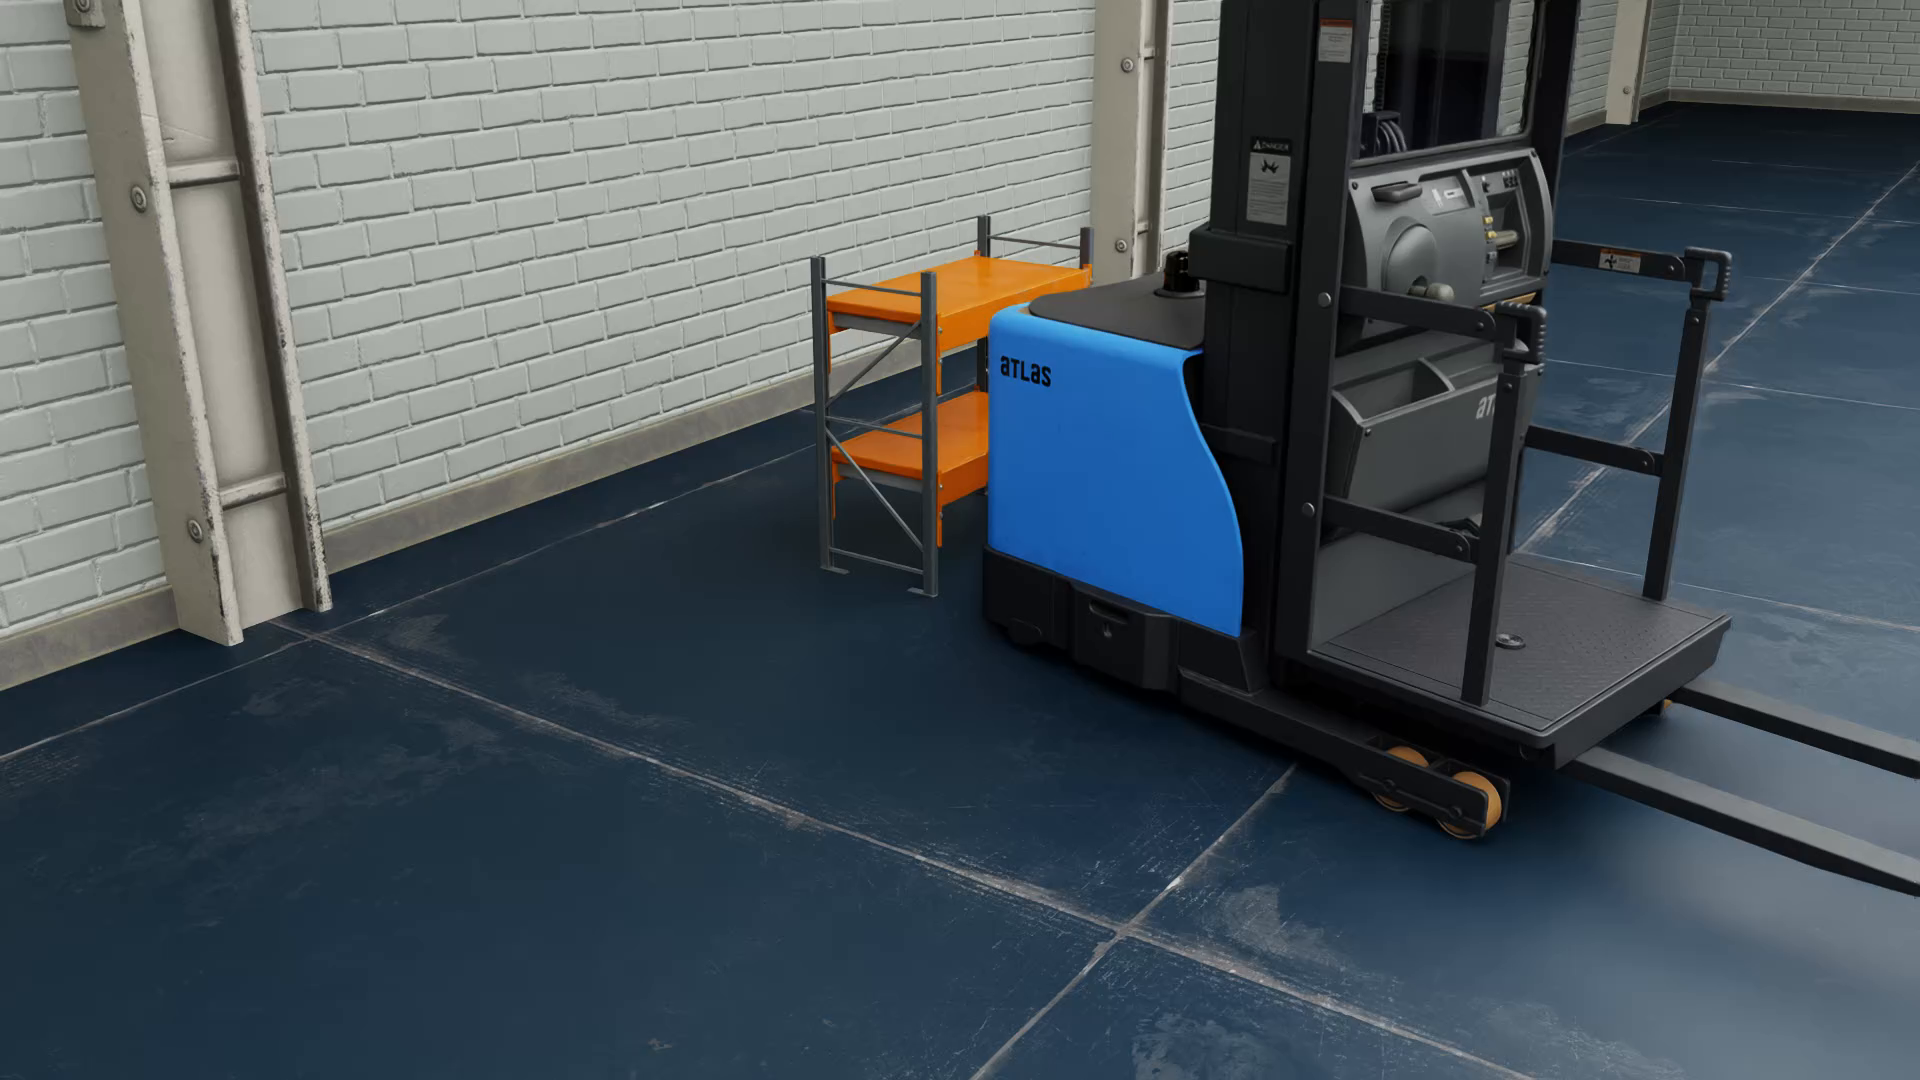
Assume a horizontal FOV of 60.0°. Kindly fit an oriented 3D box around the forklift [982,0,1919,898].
[{"bbox_3d":[1.454,-0.818,4.253,1.130,2.935,3.031,-18,27,-40],"label":"forklift"}]

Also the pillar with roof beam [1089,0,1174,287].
[{"bbox_3d":[4.569,-4.847,6.397,9.100,9.000,0.400,13,24,32],"label":"pillar with roof beam"}]

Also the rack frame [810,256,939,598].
[{"bbox_3d":[-0.290,-0.380,5.670,0.500,1.125,0.032,13,24,32],"label":"rack frame"}]

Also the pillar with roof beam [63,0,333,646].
[{"bbox_3d":[1.197,-3.125,1.743,9.100,9.000,0.400,13,24,32],"label":"pillar with roof beam"}]

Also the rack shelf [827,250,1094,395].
[{"bbox_3d":[-0.004,-0.800,5.963,0.538,0.278,1.000,13,24,32],"label":"rack shelf"}]

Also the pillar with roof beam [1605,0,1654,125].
[{"bbox_3d":[11.315,-8.290,15.705,9.100,9.000,0.400,13,24,32],"label":"pillar with roof beam"}]

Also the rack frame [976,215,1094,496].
[{"bbox_3d":[0.282,-0.671,6.459,0.500,1.125,0.032,13,24,32],"label":"rack frame"}]

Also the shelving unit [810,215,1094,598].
[{"bbox_3d":[-0.004,-0.526,6.065,0.538,1.125,1.048,13,24,32],"label":"shelving unit"}]

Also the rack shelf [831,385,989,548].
[{"bbox_3d":[-0.004,-0.296,6.149,0.538,0.278,1.000,13,24,32],"label":"rack shelf"}]
